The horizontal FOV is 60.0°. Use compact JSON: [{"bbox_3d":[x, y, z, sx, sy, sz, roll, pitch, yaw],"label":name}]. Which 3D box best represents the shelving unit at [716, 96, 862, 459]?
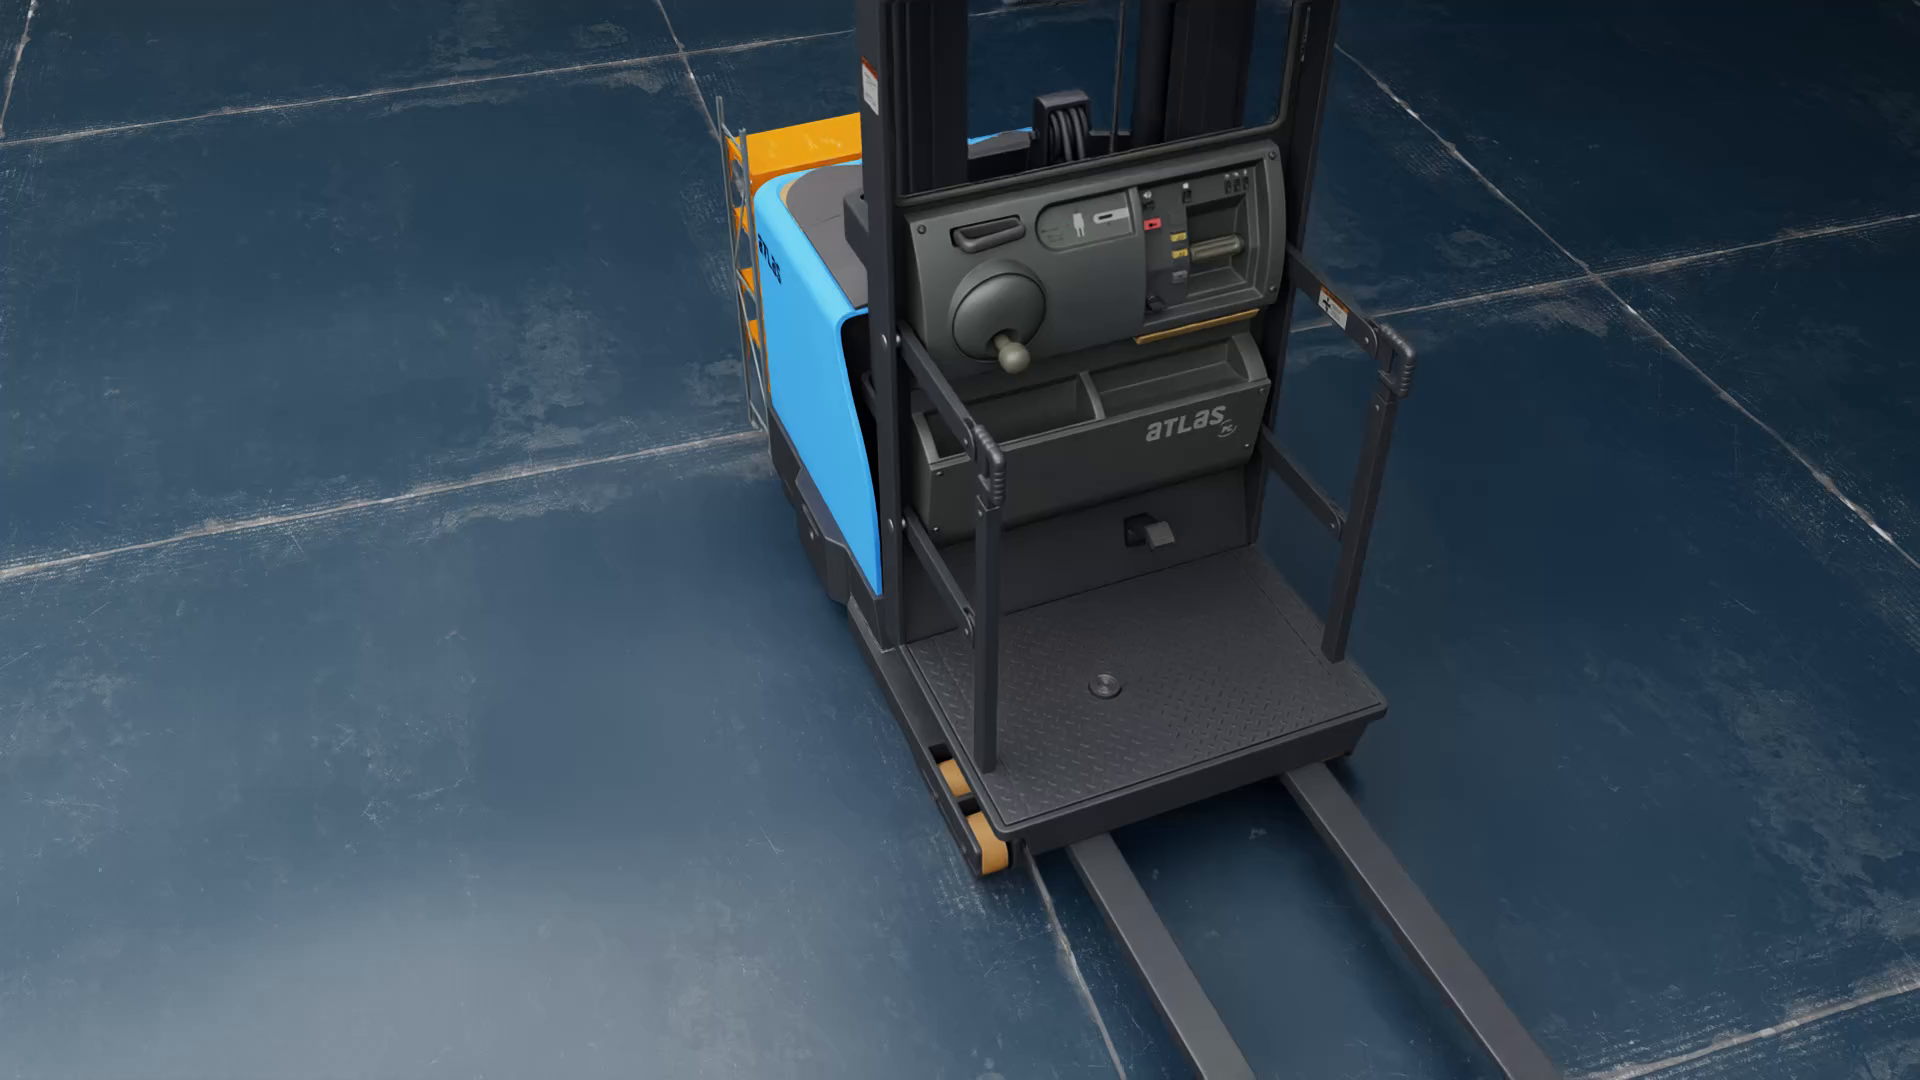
[{"bbox_3d":[-0.447,-0.858,5.320,0.503,1.200,0.258,-16,44,-18],"label":"shelving unit"}]

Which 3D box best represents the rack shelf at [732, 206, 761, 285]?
[{"bbox_3d":[-0.447,-0.976,5.218,0.480,0.148,0.258,-16,44,-18],"label":"rack shelf"}]

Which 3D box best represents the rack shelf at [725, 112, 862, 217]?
[{"bbox_3d":[-0.447,-1.154,5.062,0.480,0.148,0.258,-16,44,-18],"label":"rack shelf"}]

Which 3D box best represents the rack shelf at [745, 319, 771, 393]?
[{"bbox_3d":[-0.447,-0.658,5.495,0.480,0.148,0.258,-16,44,-18],"label":"rack shelf"}]

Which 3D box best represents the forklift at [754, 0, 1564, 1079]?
[{"bbox_3d":[0.415,-0.567,3.671,1.130,2.935,3.031,-15,43,-17],"label":"forklift"}]

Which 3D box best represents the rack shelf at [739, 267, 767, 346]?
[{"bbox_3d":[-0.447,-0.808,5.365,0.480,0.148,0.258,-16,44,-18],"label":"rack shelf"}]

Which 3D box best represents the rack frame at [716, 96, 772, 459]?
[{"bbox_3d":[-0.670,-0.793,5.246,0.015,1.200,0.240,-16,44,-18],"label":"rack frame"}]
